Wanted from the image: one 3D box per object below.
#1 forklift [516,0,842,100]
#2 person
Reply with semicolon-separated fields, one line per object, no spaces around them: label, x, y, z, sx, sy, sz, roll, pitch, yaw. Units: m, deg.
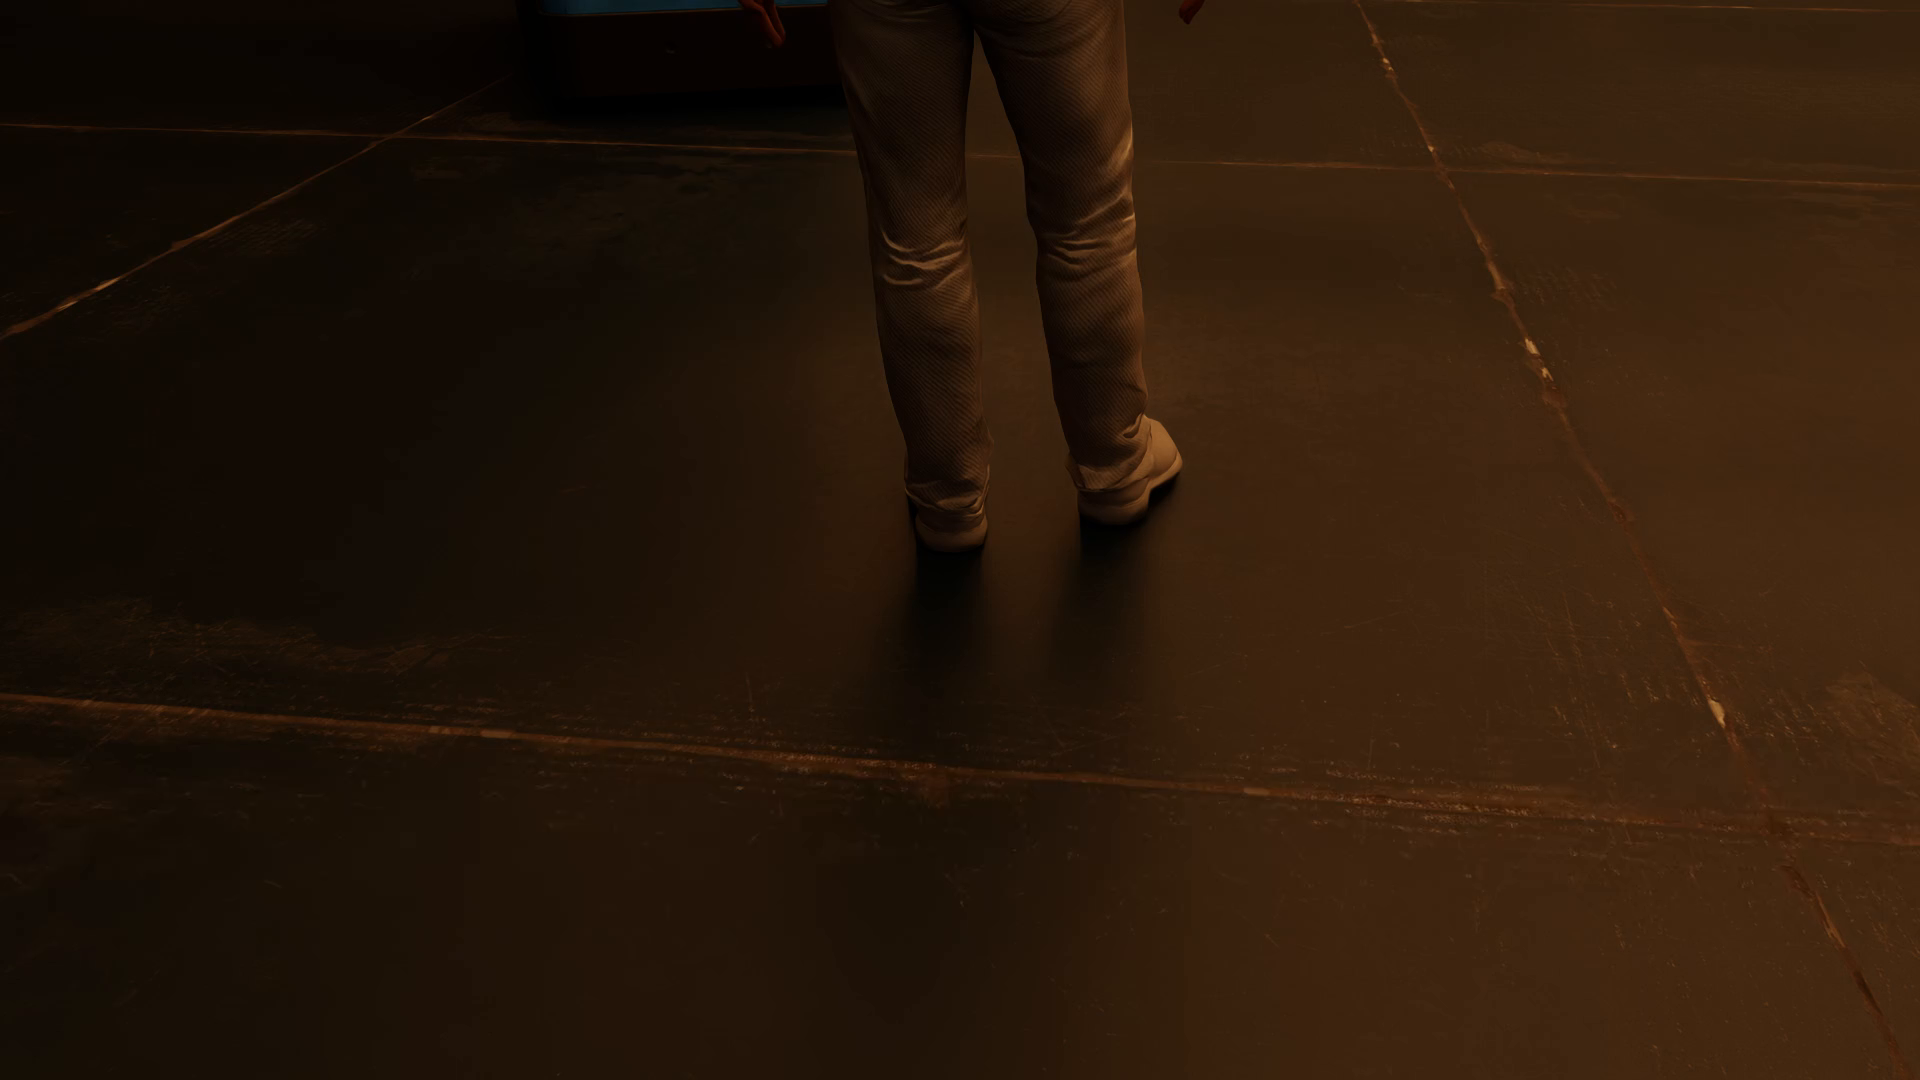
forklift;-1.125;-3.280;5.791;1.130;2.935;3.031;-7;27;-14
person;0.015;-0.828;2.164;0.665;1.768;0.575;3;27;7
